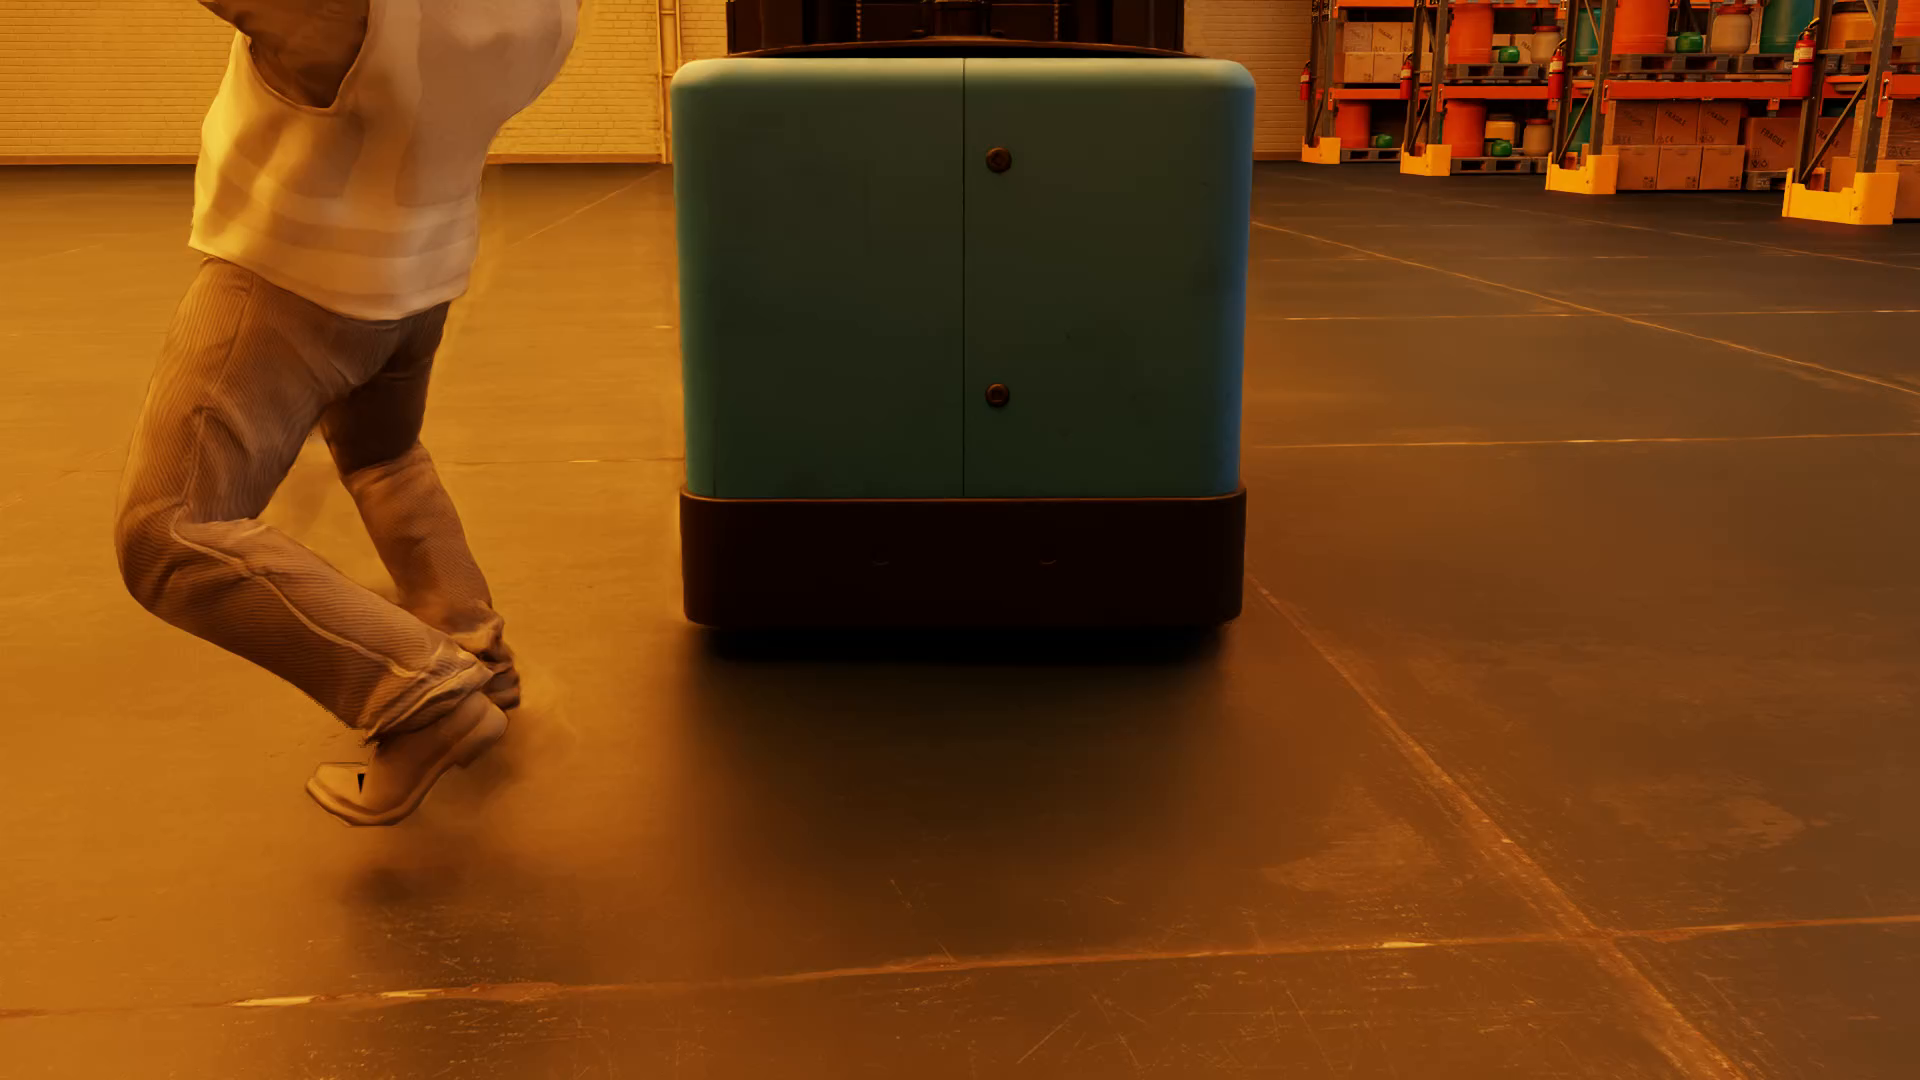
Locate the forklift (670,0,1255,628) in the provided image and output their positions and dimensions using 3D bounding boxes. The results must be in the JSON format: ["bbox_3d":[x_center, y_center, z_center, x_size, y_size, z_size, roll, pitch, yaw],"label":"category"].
[{"bbox_3d":[-0.015,-1.573,4.154,1.130,2.935,3.031,0,15,-1],"label":"forklift"}]

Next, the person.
[{"bbox_3d":[-0.826,-0.435,2.551,0.704,1.502,1.063,3,15,10],"label":"person"}]
